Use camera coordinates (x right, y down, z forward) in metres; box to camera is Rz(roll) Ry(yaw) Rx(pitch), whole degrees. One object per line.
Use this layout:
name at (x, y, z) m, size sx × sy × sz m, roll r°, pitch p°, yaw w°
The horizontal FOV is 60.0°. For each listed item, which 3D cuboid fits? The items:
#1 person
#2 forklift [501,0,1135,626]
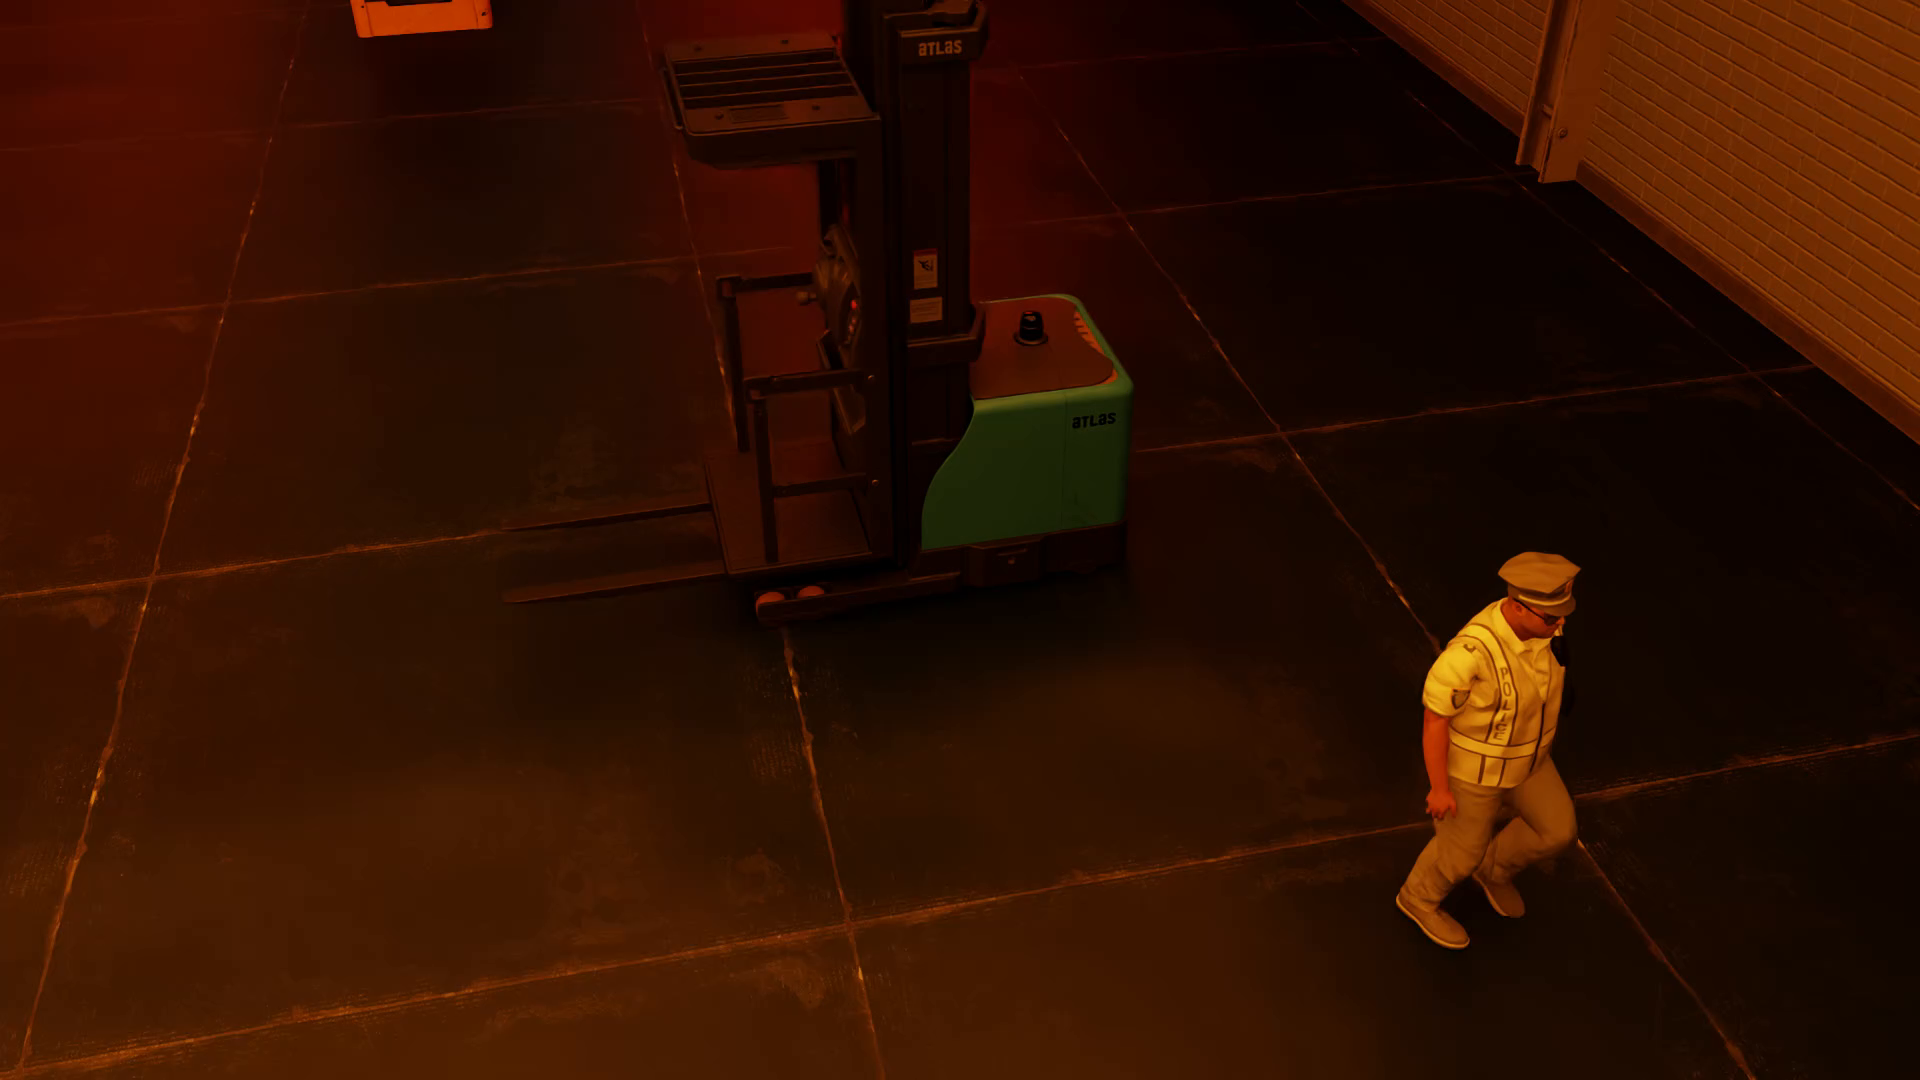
person at (1.951, 0.808, 5.986) m, size 0.650 × 1.767 × 0.496 m, roll -24°, pitch 42°, yaw -29°
forklift at (-0.741, -1.115, 7.600) m, size 3.031 × 2.935 × 1.130 m, roll -8°, pitch 37°, yaw -11°
